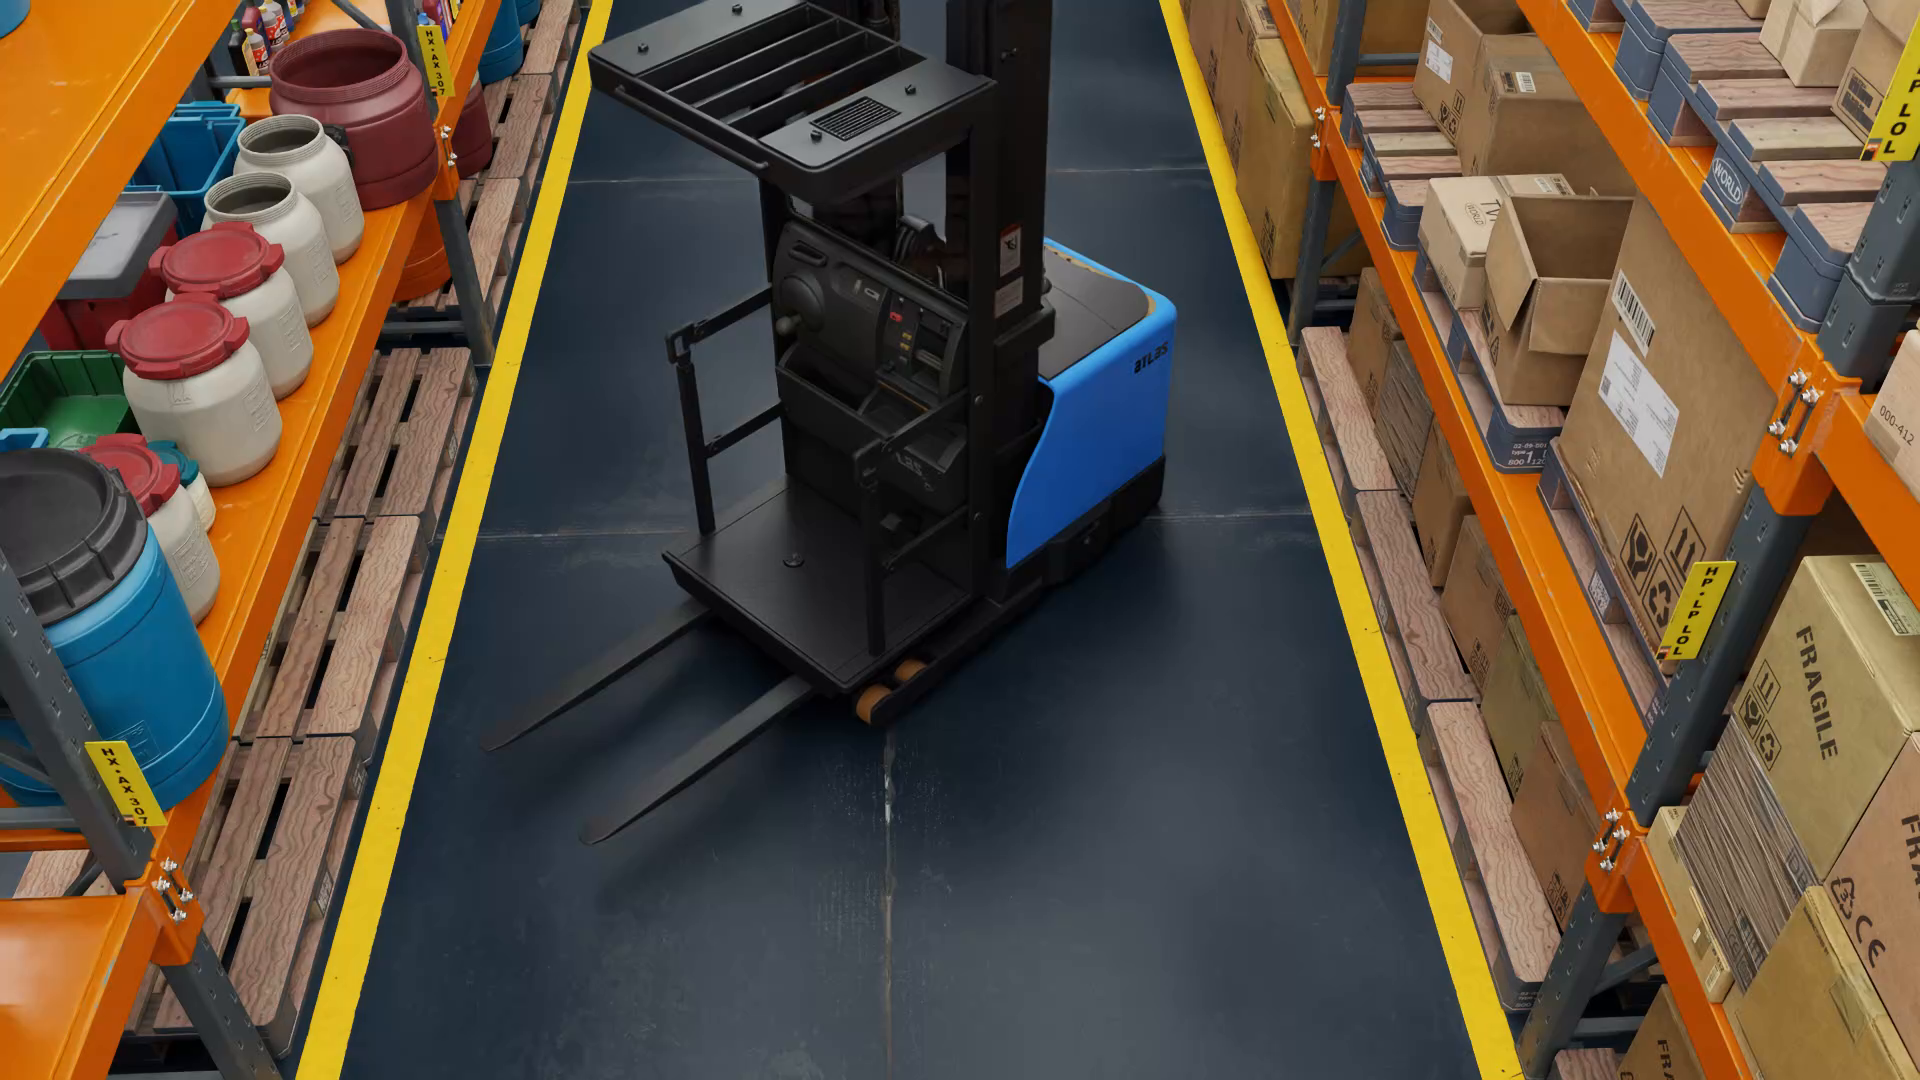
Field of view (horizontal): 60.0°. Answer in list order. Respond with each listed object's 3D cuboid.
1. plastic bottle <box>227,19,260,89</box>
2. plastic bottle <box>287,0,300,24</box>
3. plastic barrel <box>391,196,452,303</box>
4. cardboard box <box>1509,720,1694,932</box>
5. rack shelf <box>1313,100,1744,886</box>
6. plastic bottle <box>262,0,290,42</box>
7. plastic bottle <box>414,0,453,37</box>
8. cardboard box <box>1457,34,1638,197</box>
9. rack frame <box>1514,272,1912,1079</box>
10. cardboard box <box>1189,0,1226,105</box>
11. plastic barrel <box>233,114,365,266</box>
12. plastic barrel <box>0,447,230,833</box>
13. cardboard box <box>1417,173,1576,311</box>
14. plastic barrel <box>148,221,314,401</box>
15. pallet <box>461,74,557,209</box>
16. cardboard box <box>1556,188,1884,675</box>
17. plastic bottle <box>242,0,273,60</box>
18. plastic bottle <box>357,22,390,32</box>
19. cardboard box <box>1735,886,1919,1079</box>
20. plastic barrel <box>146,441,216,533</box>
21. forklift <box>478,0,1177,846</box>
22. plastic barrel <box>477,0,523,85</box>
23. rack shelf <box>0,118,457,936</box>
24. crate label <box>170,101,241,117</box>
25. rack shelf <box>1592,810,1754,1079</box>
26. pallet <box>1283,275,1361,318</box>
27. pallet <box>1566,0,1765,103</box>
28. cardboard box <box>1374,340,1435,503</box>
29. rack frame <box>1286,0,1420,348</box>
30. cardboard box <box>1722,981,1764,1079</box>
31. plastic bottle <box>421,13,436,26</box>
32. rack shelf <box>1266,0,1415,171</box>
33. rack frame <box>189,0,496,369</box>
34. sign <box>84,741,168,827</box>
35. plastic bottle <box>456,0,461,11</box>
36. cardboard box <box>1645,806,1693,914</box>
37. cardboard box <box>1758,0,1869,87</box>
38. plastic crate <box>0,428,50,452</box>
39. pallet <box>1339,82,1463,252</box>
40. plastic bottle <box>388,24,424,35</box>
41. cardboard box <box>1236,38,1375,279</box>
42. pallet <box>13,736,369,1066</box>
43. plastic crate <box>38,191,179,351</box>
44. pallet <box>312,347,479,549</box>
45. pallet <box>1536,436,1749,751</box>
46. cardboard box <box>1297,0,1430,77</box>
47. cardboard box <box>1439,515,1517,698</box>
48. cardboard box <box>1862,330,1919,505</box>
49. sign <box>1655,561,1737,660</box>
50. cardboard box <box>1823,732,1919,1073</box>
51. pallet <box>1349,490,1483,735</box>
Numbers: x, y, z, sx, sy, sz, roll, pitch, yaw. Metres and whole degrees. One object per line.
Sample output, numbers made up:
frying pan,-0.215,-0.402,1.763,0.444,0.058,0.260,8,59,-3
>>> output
plastic bottle,-3.246,-2.196,7.512,0.061,0.283,0.133,-2,43,-2
plastic bottle,-3.255,-2.597,8.010,0.097,0.201,0.097,0,43,0
plastic barrel,-2.841,-1.662,8.139,0.600,0.830,0.708,-2,43,-2
cardboard box,2.311,0.925,5.546,0.700,0.500,0.500,-5,43,-5
rack shelf,2.231,-0.504,6.113,1.077,0.370,4.000,-2,43,-2
plastic bottle,-3.247,-2.465,7.867,0.097,0.201,0.097,0,43,0
plastic bottle,-2.518,-2.546,7.899,0.152,0.276,0.135,-2,43,-2
cardboard box,2.332,-1.574,6.363,0.700,0.500,0.500,4,43,5
rack frame,2.316,0.580,4.397,1.000,3.000,0.127,-2,43,-2
cardboard box,2.062,-3.157,9.736,1.225,0.875,0.875,-3,43,-3
plastic barrel,-2.546,-1.331,6.399,0.421,0.512,0.421,0,43,0
plastic barrel,-2.347,0.268,4.366,0.600,0.901,0.708,-2,43,-2
cardboard box,1.987,-1.081,6.010,0.500,0.250,0.500,-3,43,-3
plastic barrel,-2.504,-0.767,5.766,0.433,0.535,0.433,0,43,0
pallet,-2.927,-2.302,9.606,1.003,0.211,1.213,-2,43,-2
cardboard box,2.422,-0.336,4.642,1.000,1.000,1.000,-1,43,-2
plastic bottle,-3.256,-2.351,7.682,0.061,0.283,0.133,-2,43,-2
plastic bottle,-2.650,-2.229,7.554,0.152,0.276,0.135,-2,43,-2
cardboard box,2.259,1.078,3.560,0.875,0.500,0.500,-2,43,-2
plastic barrel,-2.536,-0.124,5.268,0.301,0.262,0.301,0,43,0
forklift,-0.486,-0.752,5.901,1.130,2.935,3.031,33,52,31
plastic barrel,-2.936,-3.214,9.778,0.600,0.901,0.708,-2,43,-2
rack shelf,-2.718,-0.362,5.958,1.077,0.370,4.000,-2,43,-2
crate label,-3.159,-1.621,6.922,0.303,0.233,0.416,-2,43,-2
rack shelf,2.401,2.196,3.167,1.077,0.370,4.000,-2,43,-2
pallet,2.188,-1.626,8.868,1.003,0.211,1.213,-2,43,-2
pallet,2.349,-1.576,4.668,1.213,0.211,1.003,-2,43,-2
cardboard box,2.231,-0.535,7.138,0.700,0.500,0.500,-5,43,-5
rack frame,2.146,-2.120,7.343,1.000,3.000,0.127,-2,43,-2
cardboard box,2.060,1.164,3.946,0.380,0.149,0.250,-2,43,-2
plastic bottle,-2.480,-2.351,7.742,0.097,0.201,0.097,0,43,0
rack shelf,2.061,-3.205,9.059,1.077,0.370,4.000,-2,43,-2
rack frame,-2.803,-1.978,7.188,1.000,3.000,0.127,-2,43,-2
sign,-2.083,0.612,4.157,0.100,0.325,0.005,-2,43,-2
plastic bottle,-2.501,-2.687,8.109,0.097,0.201,0.097,0,43,0
cardboard box,2.024,0.827,4.314,0.380,0.149,0.250,-2,43,-2
cardboard box,2.176,-1.262,3.976,0.396,0.266,0.258,0,43,0
plastic crate,-2.990,-0.007,5.050,0.392,0.384,0.575,-2,43,-2
pallet,2.282,-1.571,6.886,1.213,0.211,1.003,-2,43,-2
plastic bottle,-2.498,-2.233,7.558,0.152,0.276,0.135,-2,43,-2
cardboard box,2.137,-1.958,8.428,1.225,0.875,0.875,-3,43,-4
pallet,-2.705,1.222,5.761,1.003,0.211,1.213,-2,43,-2
plastic crate,-3.040,-0.902,5.966,0.402,0.464,0.583,-2,43,-2
pallet,-2.809,-0.426,7.558,1.003,0.211,1.213,-2,43,-2
pallet,2.429,0.131,5.029,1.003,0.211,1.213,-2,43,-2
cardboard box,1.877,-2.483,7.665,0.500,0.500,0.500,0,43,0
cardboard box,2.285,0.224,6.310,0.700,0.500,0.500,-5,43,-5
cardboard box,2.079,-0.159,3.094,0.500,0.250,0.500,-3,43,-3
sign,1.761,0.172,3.986,0.100,0.325,0.005,-2,43,-2
cardboard box,2.104,0.714,3.217,0.500,0.500,0.500,-2,43,-2
pallet,2.226,0.257,6.813,1.003,0.211,1.213,-2,43,-2
